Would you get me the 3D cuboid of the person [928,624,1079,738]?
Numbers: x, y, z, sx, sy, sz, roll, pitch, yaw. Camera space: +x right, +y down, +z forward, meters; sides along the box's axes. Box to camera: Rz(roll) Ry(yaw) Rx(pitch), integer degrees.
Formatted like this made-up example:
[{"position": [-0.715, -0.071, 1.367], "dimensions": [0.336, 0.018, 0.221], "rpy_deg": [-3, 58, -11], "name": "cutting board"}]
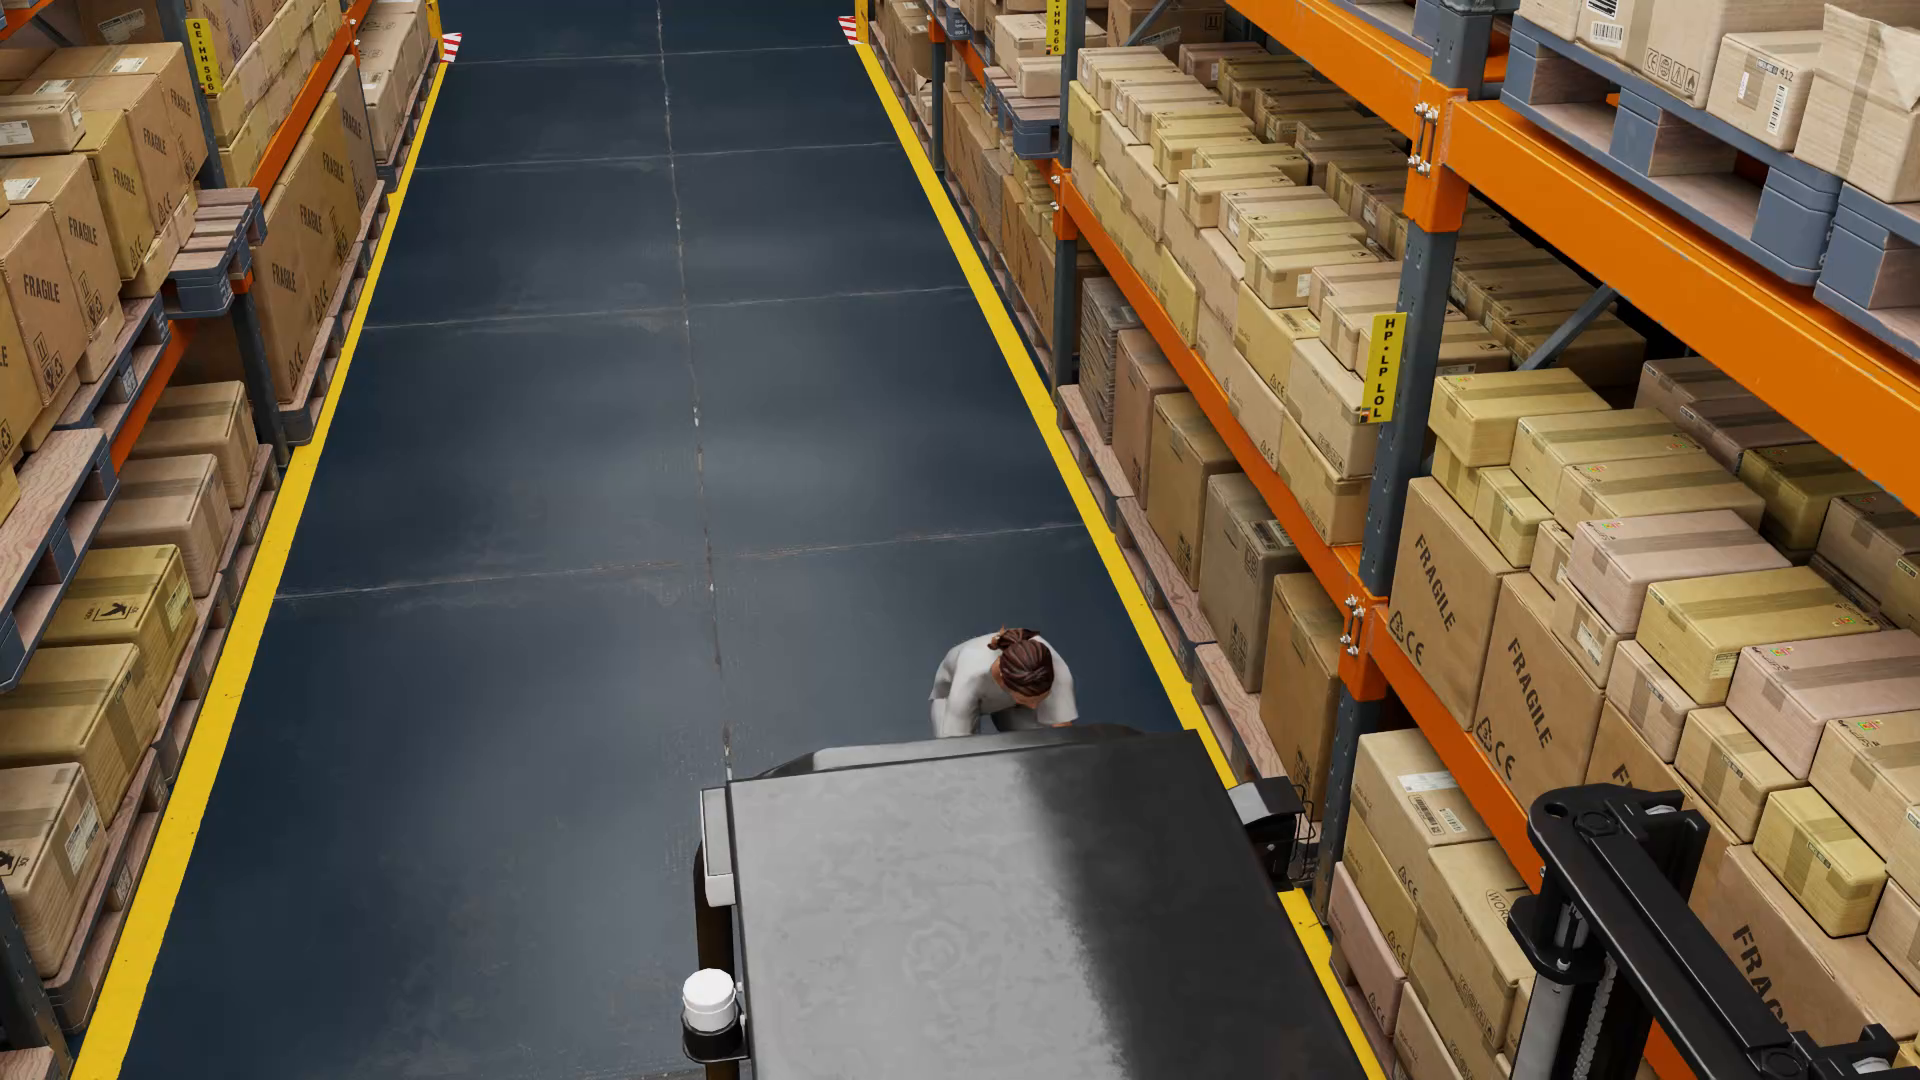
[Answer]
[{"position": [0.144, 0.631, 5.807], "dimensions": [0.492, 0.933, 0.798], "rpy_deg": [-5, 31, -9], "name": "person"}]
